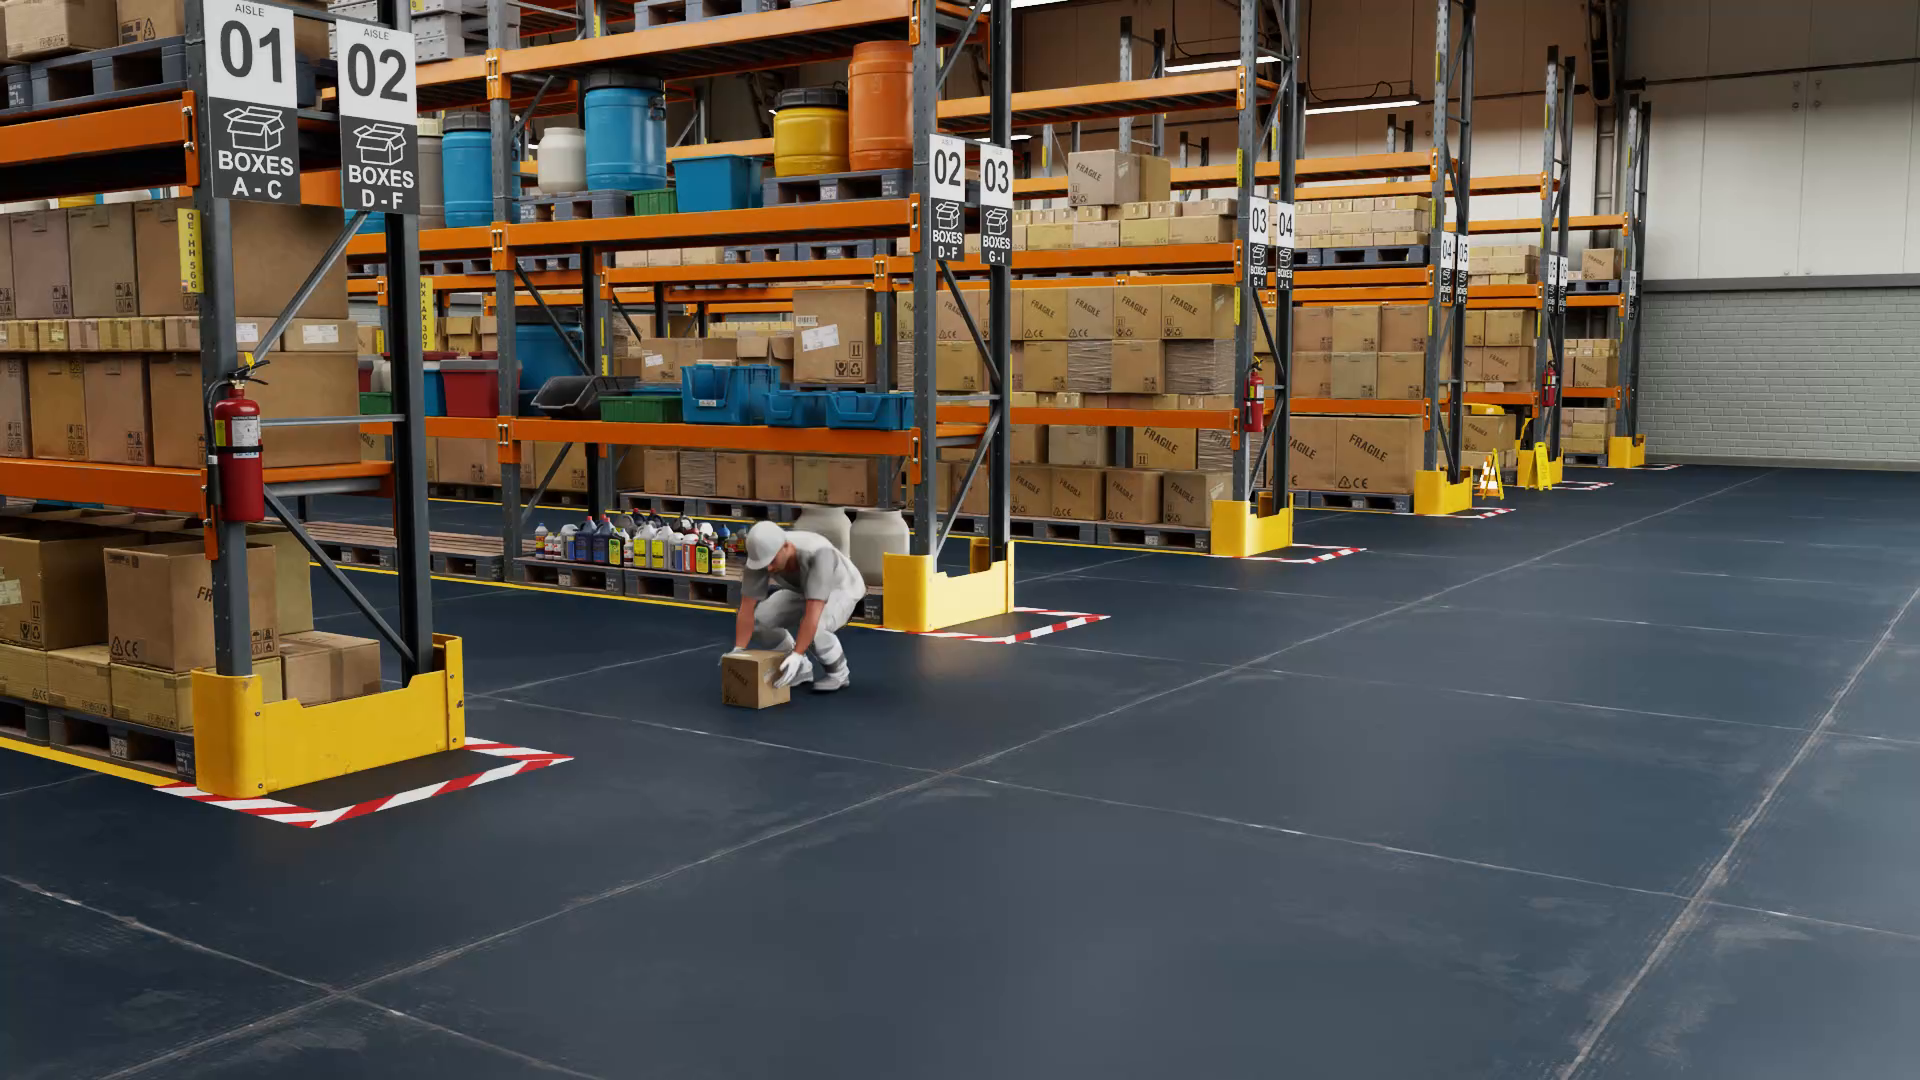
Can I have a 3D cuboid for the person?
[{"bbox_3d":[-0.890,0.472,8.843,0.544,0.866,0.929,4,7,33],"label":"person"}]
